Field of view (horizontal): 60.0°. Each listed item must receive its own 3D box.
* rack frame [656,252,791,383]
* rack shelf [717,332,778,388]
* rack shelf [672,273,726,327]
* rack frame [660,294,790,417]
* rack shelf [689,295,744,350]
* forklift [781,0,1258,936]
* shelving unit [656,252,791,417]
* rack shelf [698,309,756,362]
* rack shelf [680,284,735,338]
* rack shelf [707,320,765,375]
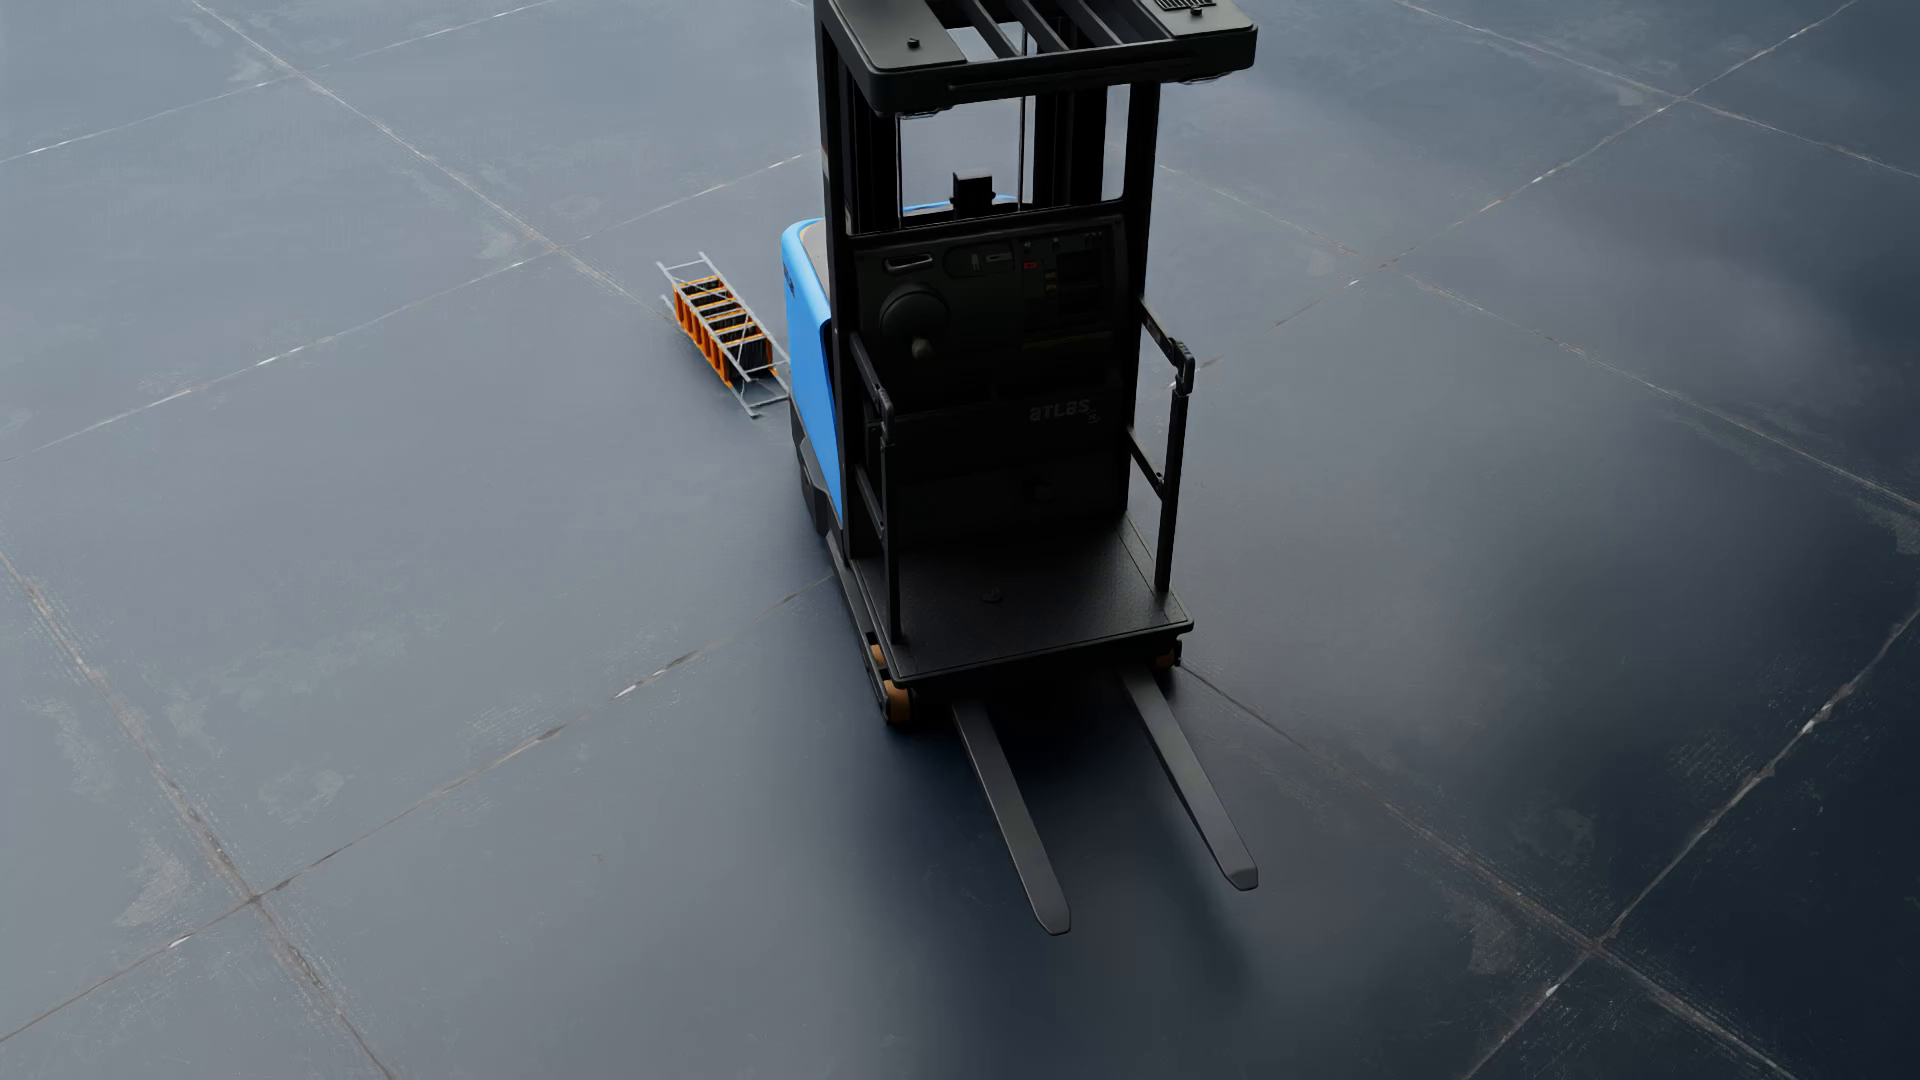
[{"bbox_3d":[-1.103,-1.057,7.757,0.240,0.006,1.200,-18,42,-21],"label":"rack frame"},{"bbox_3d":[-0.972,-0.828,7.617,0.258,0.180,0.103,-18,42,-21],"label":"rack shelf"},{"bbox_3d":[-1.248,-1.160,8.034,0.258,0.180,0.103,-18,42,-21],"label":"rack shelf"},{"bbox_3d":[-1.103,-0.914,7.872,0.240,0.006,1.200,-18,42,-21],"label":"rack frame"},{"bbox_3d":[-1.138,-1.028,7.867,0.258,0.180,0.103,-18,42,-21],"label":"rack shelf"},{"bbox_3d":[0.173,-0.763,5.362,1.130,2.935,3.031,-10,40,-12],"label":"forklift"},{"bbox_3d":[-1.103,-0.986,7.815,0.258,0.189,1.200,-18,42,-21],"label":"shelving unit"},{"bbox_3d":[-1.082,-0.961,7.784,0.258,0.180,0.103,-18,42,-21],"label":"rack shelf"},{"bbox_3d":[-1.193,-1.094,7.950,0.258,0.180,0.103,-18,42,-21],"label":"rack shelf"},{"bbox_3d":[-1.027,-0.895,7.700,0.258,0.180,0.103,-18,42,-21],"label":"rack shelf"}]
